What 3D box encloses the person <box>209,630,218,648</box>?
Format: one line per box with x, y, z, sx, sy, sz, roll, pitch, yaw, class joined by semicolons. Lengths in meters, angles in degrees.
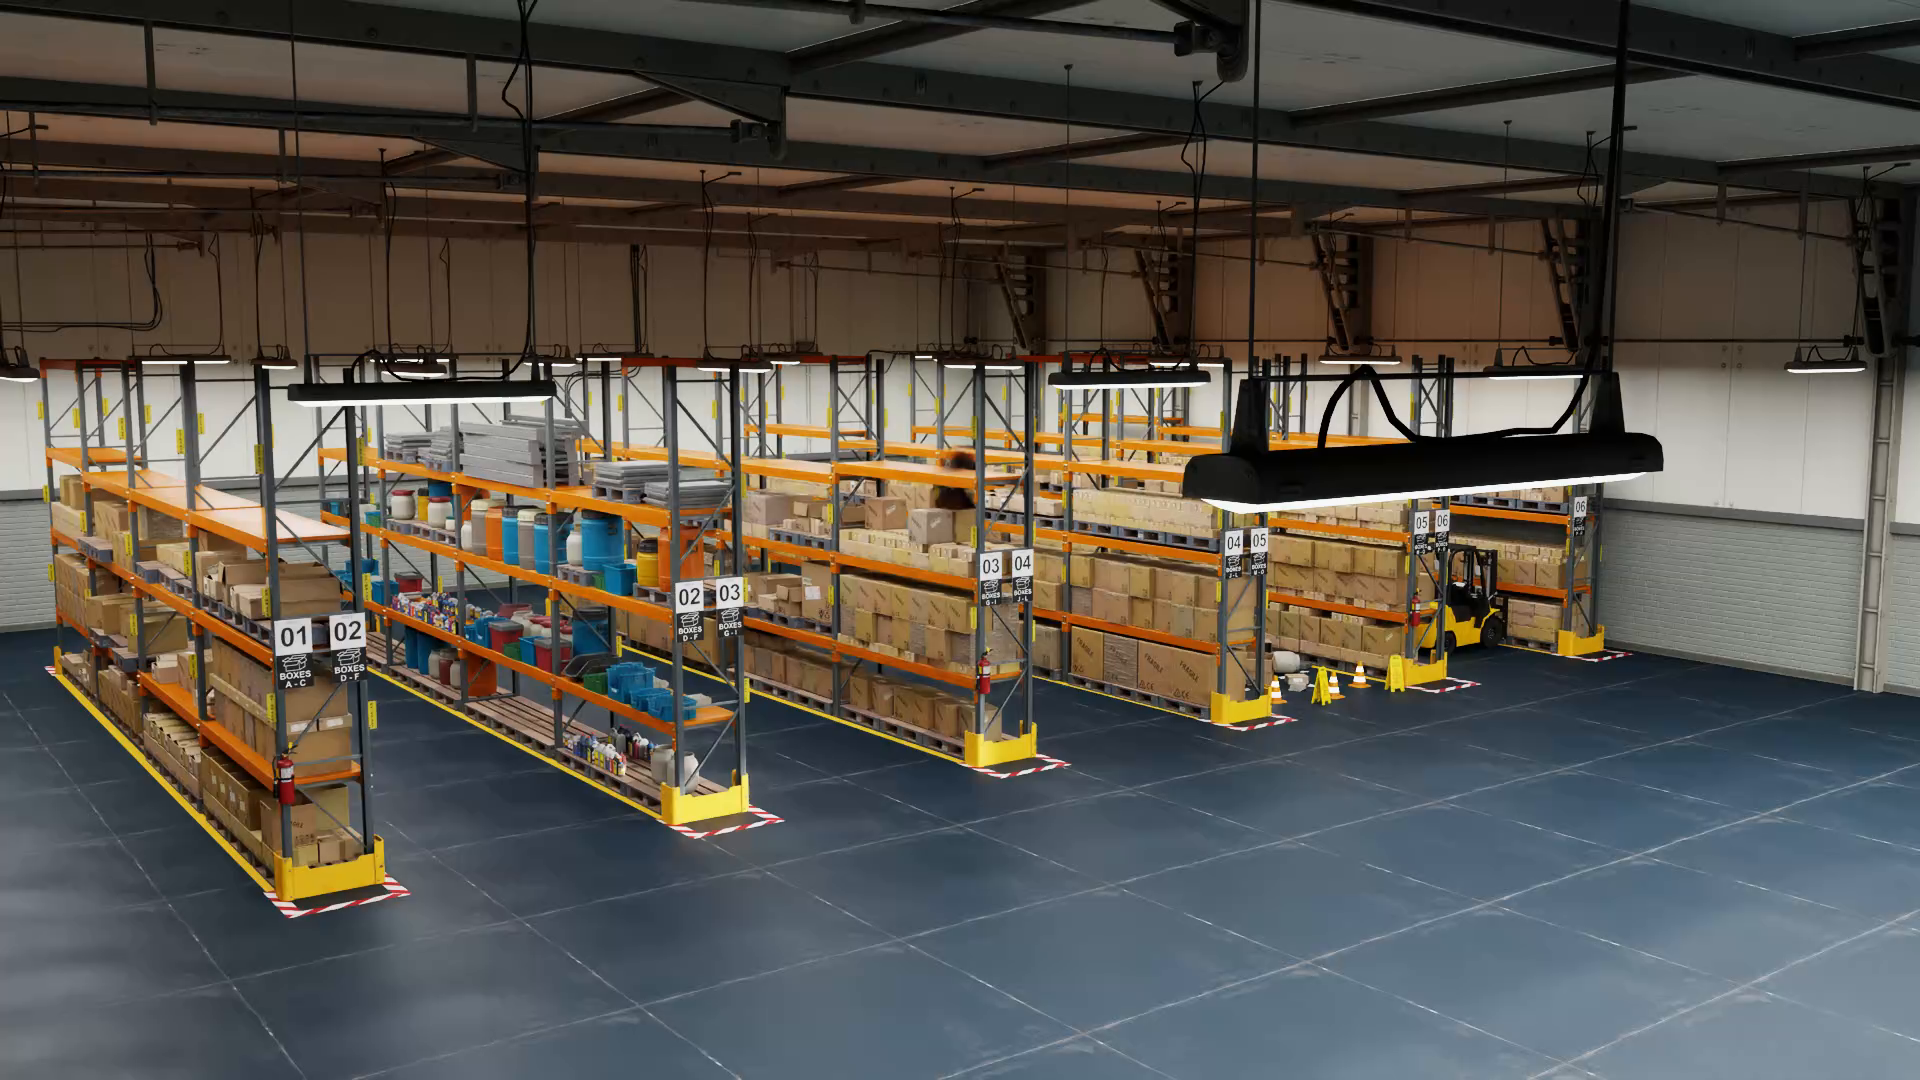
-14.481;1.654;32.117;0.864;1.697;0.578;5;8;34;person

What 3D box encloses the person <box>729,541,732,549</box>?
-5.673;0.624;41.300;0.481;1.550;0.600;-3;8;-27;person
